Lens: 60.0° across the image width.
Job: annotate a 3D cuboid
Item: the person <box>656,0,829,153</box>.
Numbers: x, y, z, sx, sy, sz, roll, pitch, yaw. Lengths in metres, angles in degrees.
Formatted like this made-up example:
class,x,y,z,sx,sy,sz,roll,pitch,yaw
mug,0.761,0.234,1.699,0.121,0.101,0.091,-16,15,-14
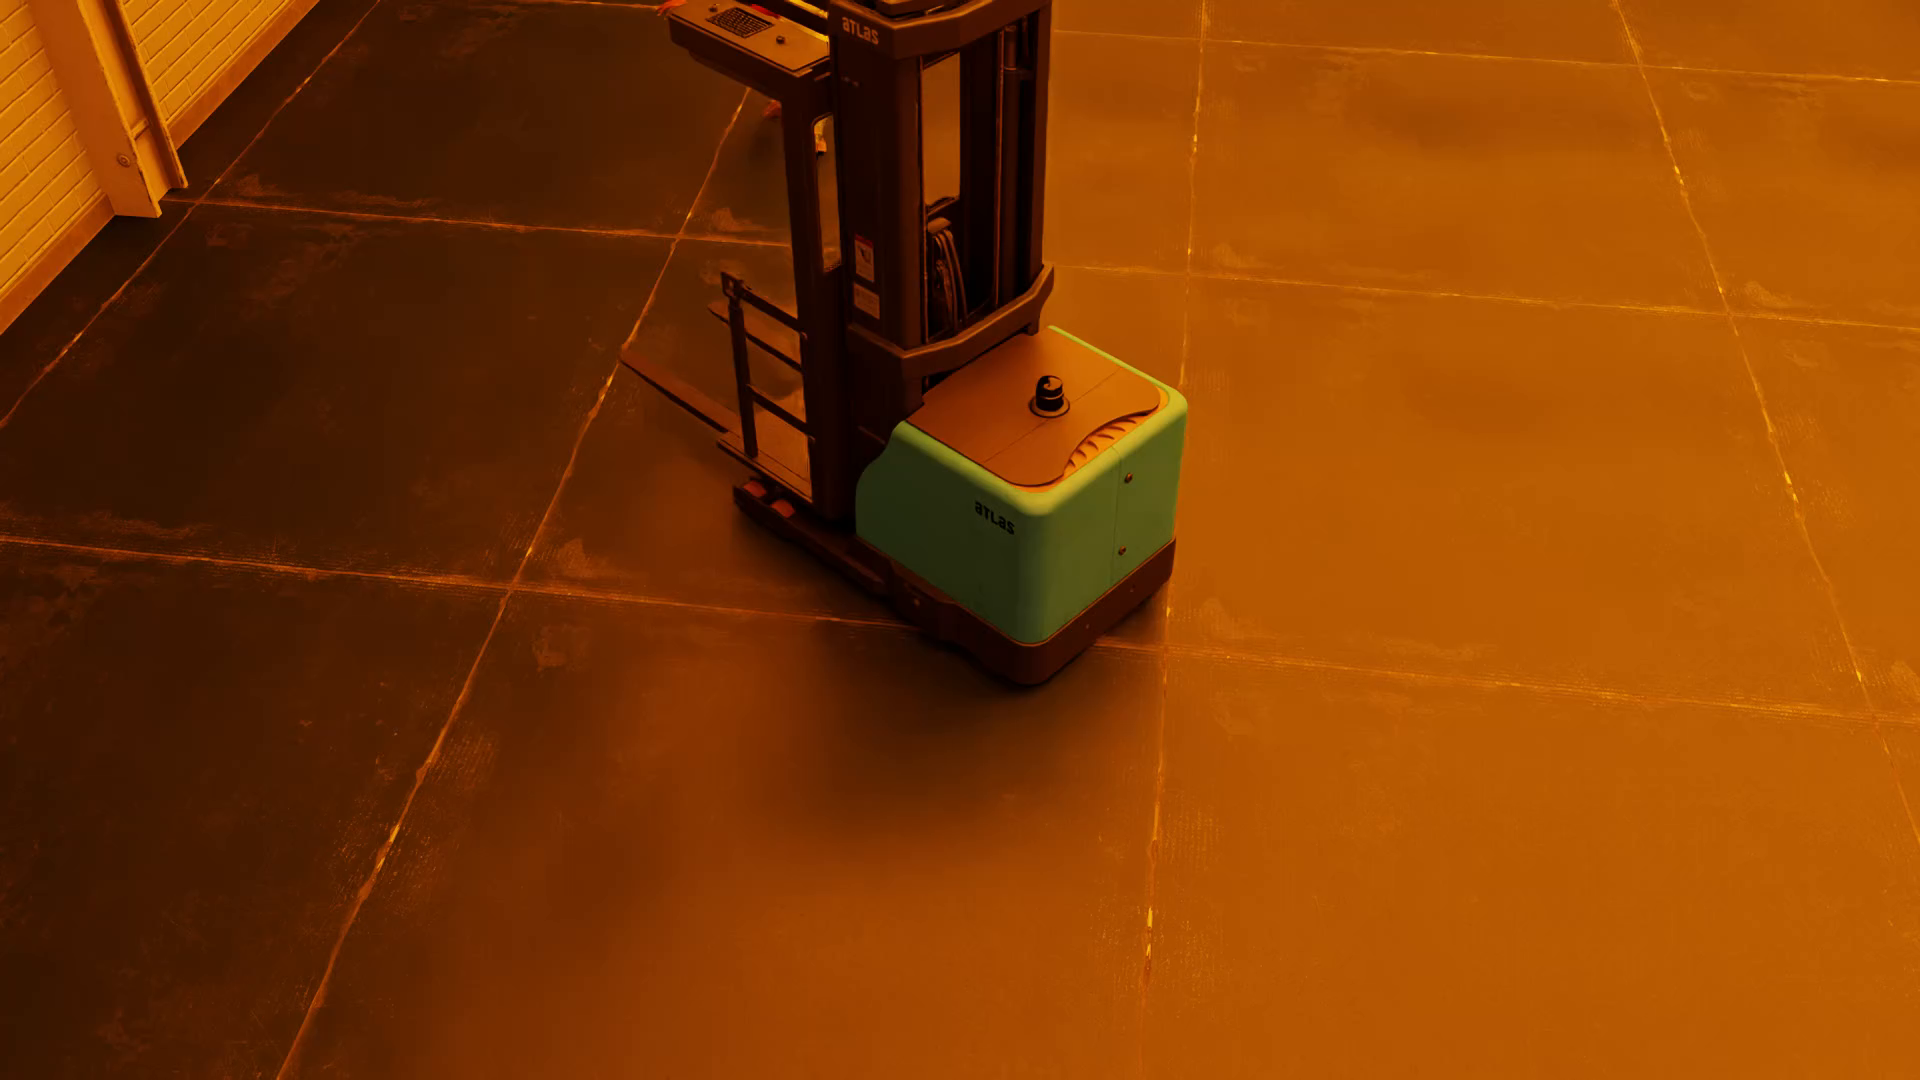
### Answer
class,x,y,z,sx,sy,sz,roll,pitch,yaw
person,-1.305,-3.126,10.180,1.128,1.576,0.884,-11,44,-12

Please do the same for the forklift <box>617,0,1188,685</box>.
class,x,y,z,sx,sy,sz,roll,pitch,yaw
forklift,-0.446,-1.337,7.180,3.031,2.935,1.130,32,52,30
